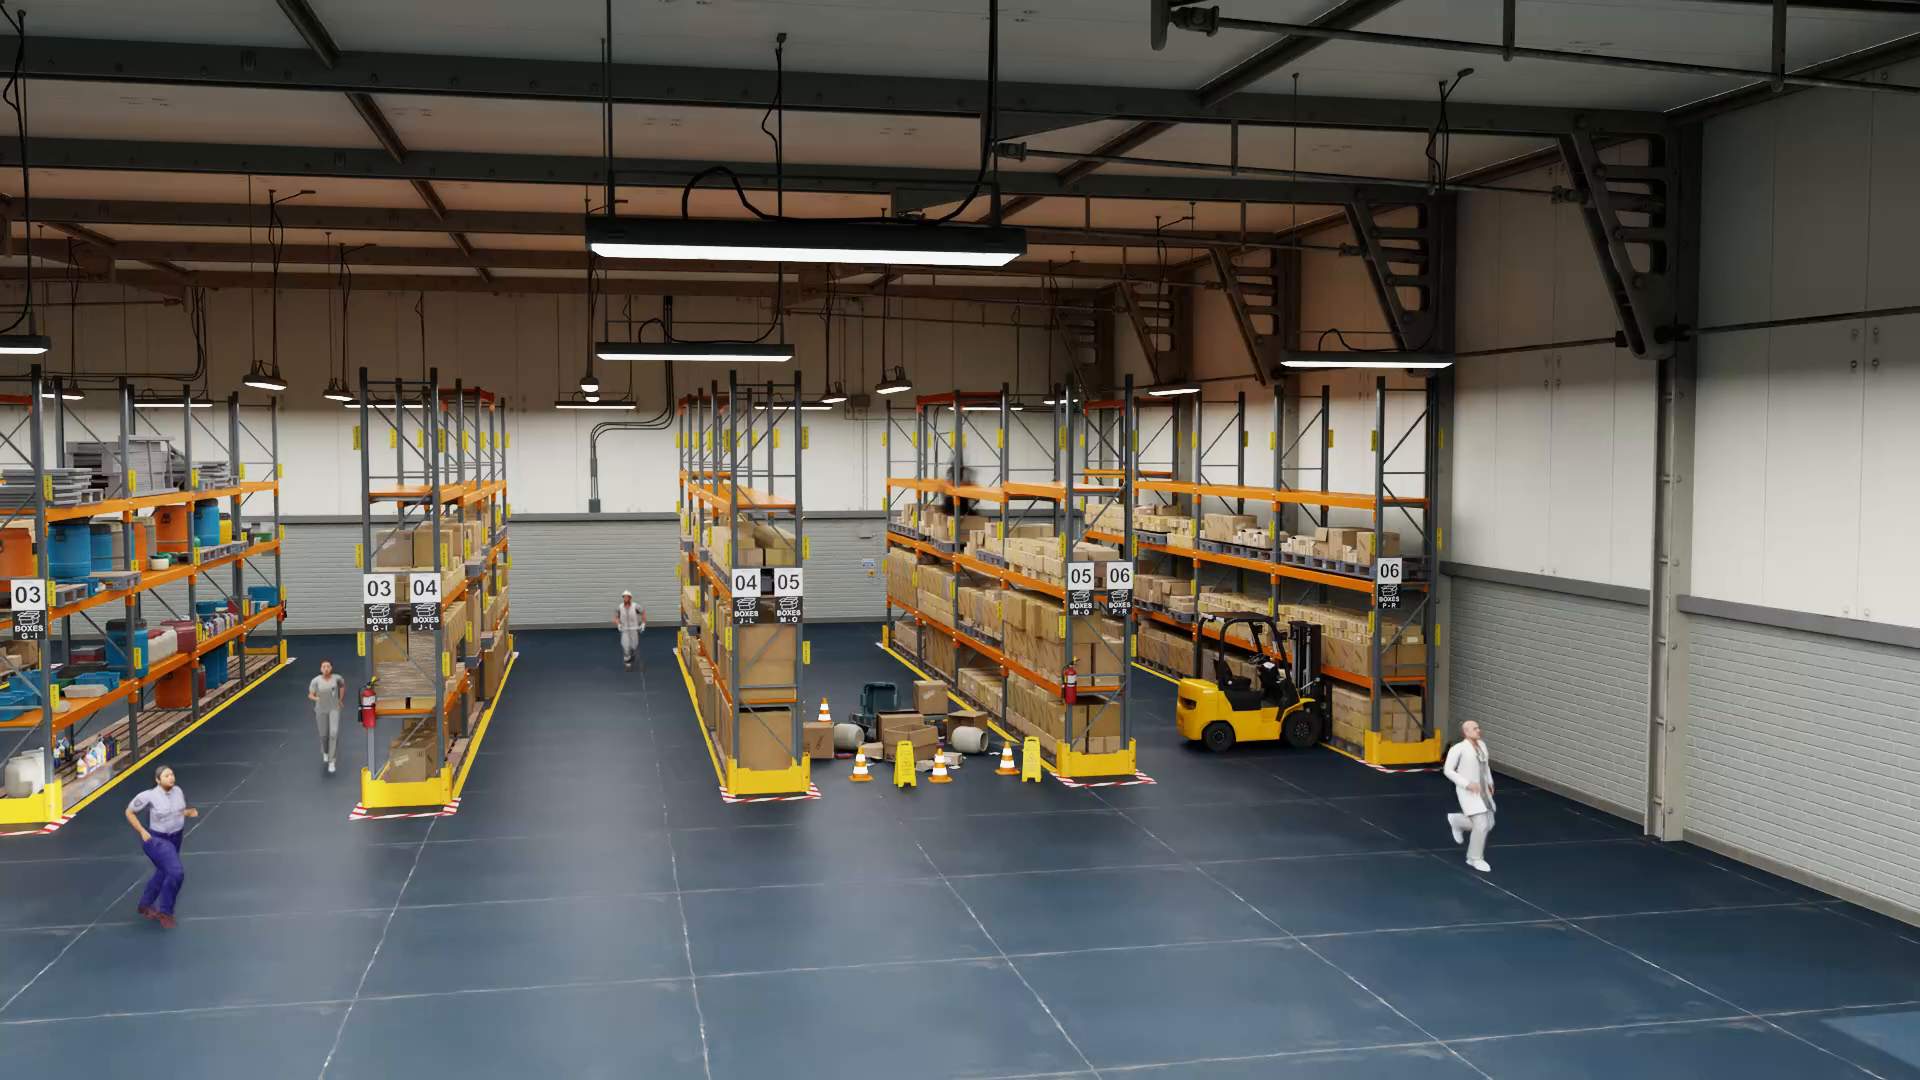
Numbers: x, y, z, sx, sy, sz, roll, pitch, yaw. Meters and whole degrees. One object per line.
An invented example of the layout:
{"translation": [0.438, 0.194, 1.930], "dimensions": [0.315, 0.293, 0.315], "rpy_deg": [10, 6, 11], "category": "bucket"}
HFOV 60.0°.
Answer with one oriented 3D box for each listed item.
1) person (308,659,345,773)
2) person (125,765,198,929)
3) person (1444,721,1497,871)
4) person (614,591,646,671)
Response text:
{"translation": [-9.693, 2.650, 25.476], "dimensions": [0.528, 1.694, 0.900], "rpy_deg": [-1, 4, -18], "category": "person"}
{"translation": [-8.239, 3.178, 17.238], "dimensions": [0.729, 1.710, 0.572], "rpy_deg": [1, 4, 15], "category": "person"}
{"translation": [6.007, 2.984, 19.638], "dimensions": [0.730, 1.724, 0.716], "rpy_deg": [-2, 4, -35], "category": "person"}
{"translation": [-7.206, 1.982, 36.268], "dimensions": [0.685, 1.743, 0.667], "rpy_deg": [0, 3, -6], "category": "person"}
